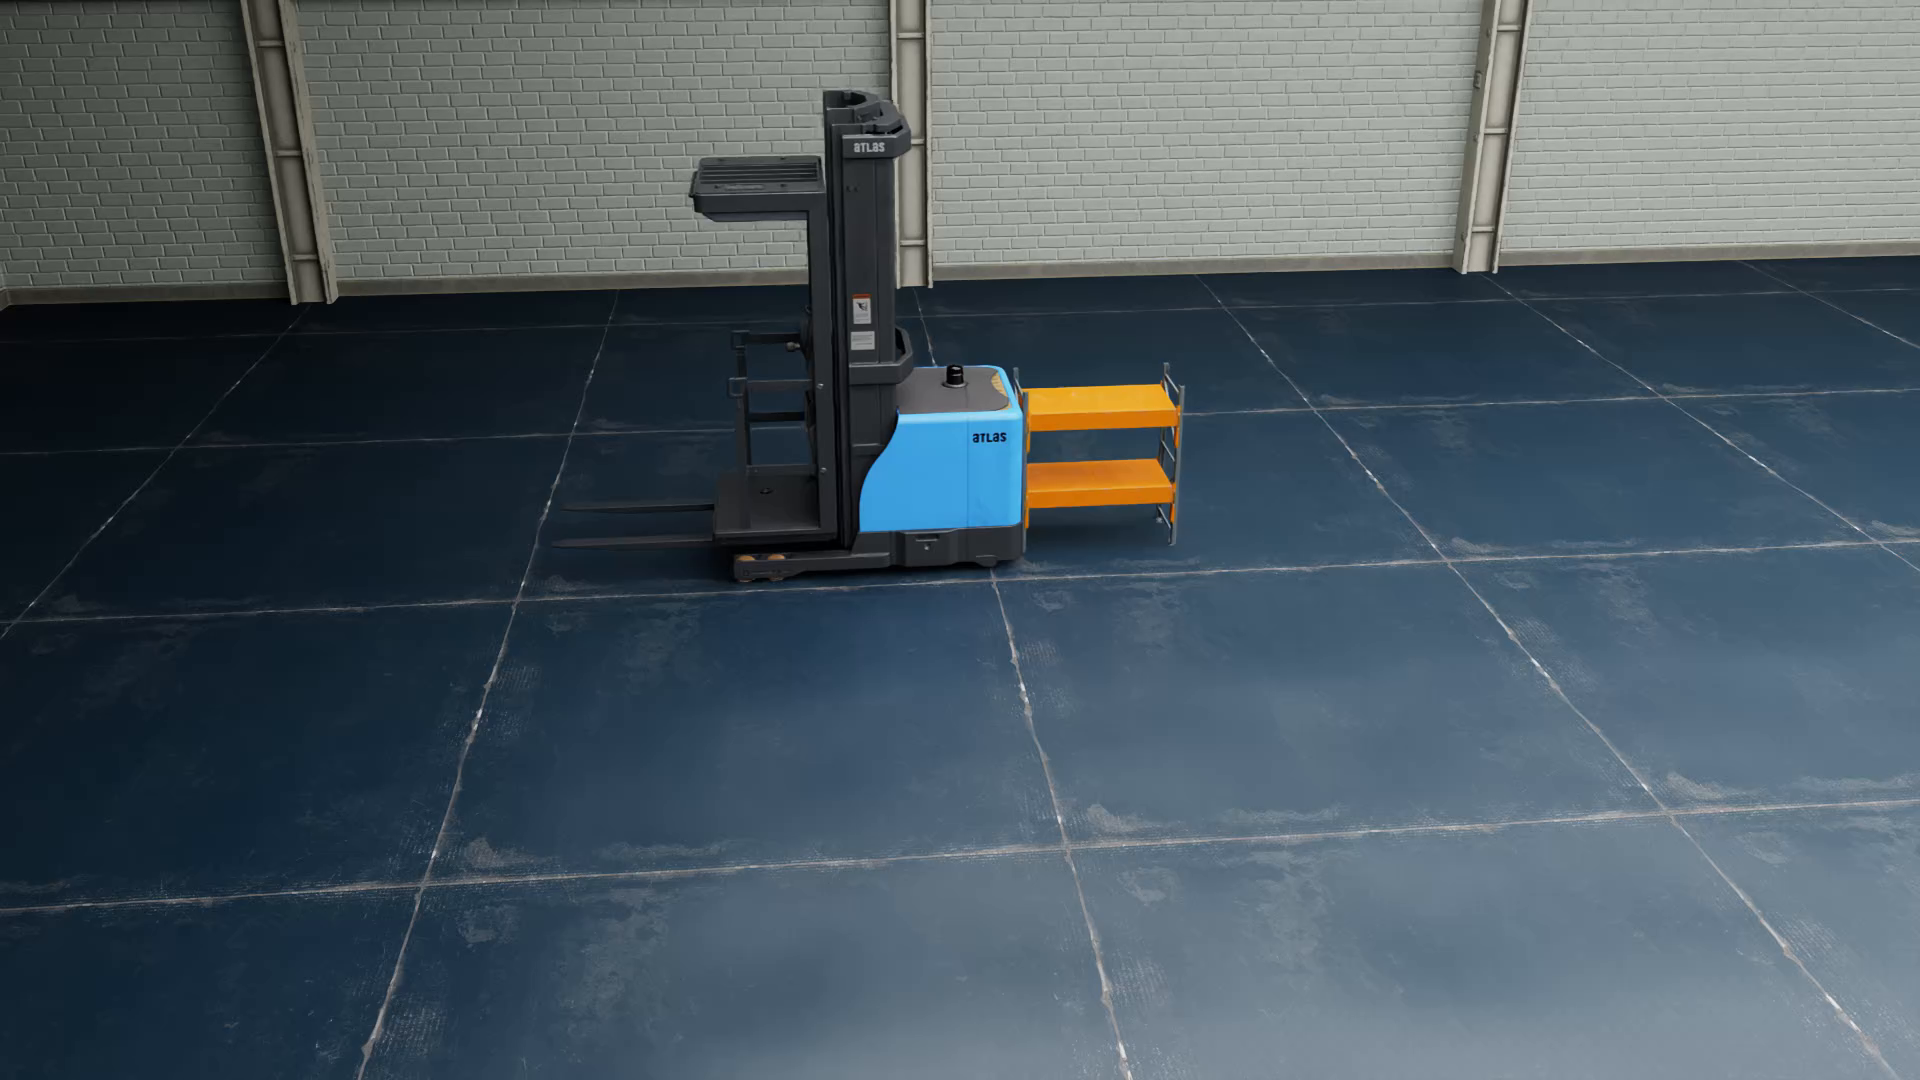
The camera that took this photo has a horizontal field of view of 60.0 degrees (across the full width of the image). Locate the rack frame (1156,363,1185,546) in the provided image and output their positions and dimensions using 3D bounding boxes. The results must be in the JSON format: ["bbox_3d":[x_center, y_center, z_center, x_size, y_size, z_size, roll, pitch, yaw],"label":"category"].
[{"bbox_3d":[1.407,-0.574,11.157,0.032,1.125,0.500,-2,24,-5],"label":"rack frame"}]

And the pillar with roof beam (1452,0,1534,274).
[{"bbox_3d":[5.906,-5.255,11.994,0.400,9.000,9.100,-2,24,-5],"label":"pillar with roof beam"}]

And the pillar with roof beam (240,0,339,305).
[{"bbox_3d":[-6.036,-4.776,10.916,0.400,9.000,9.100,-2,24,-5],"label":"pillar with roof beam"}]

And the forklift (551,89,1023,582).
[{"bbox_3d":[-1.142,-1.295,10.555,3.031,2.935,1.130,-2,24,-5],"label":"forklift"}]

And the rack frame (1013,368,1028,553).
[{"bbox_3d":[0.396,-0.531,11.060,0.032,1.125,0.500,-2,24,-5],"label":"rack frame"}]

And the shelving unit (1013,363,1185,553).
[{"bbox_3d":[0.901,-0.553,11.108,1.048,1.125,0.538,-2,24,-5],"label":"shelving unit"}]

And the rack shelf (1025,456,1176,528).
[{"bbox_3d":[0.901,-0.329,11.208,1.000,0.278,0.538,-2,24,-5],"label":"rack shelf"}]

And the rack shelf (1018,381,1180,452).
[{"bbox_3d":[0.901,-0.820,10.989,1.000,0.278,0.538,-2,24,-5],"label":"rack shelf"}]

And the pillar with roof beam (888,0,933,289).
[{"bbox_3d":[-0.065,-5.016,11.455,0.400,9.000,9.100,-2,24,-5],"label":"pillar with roof beam"}]
